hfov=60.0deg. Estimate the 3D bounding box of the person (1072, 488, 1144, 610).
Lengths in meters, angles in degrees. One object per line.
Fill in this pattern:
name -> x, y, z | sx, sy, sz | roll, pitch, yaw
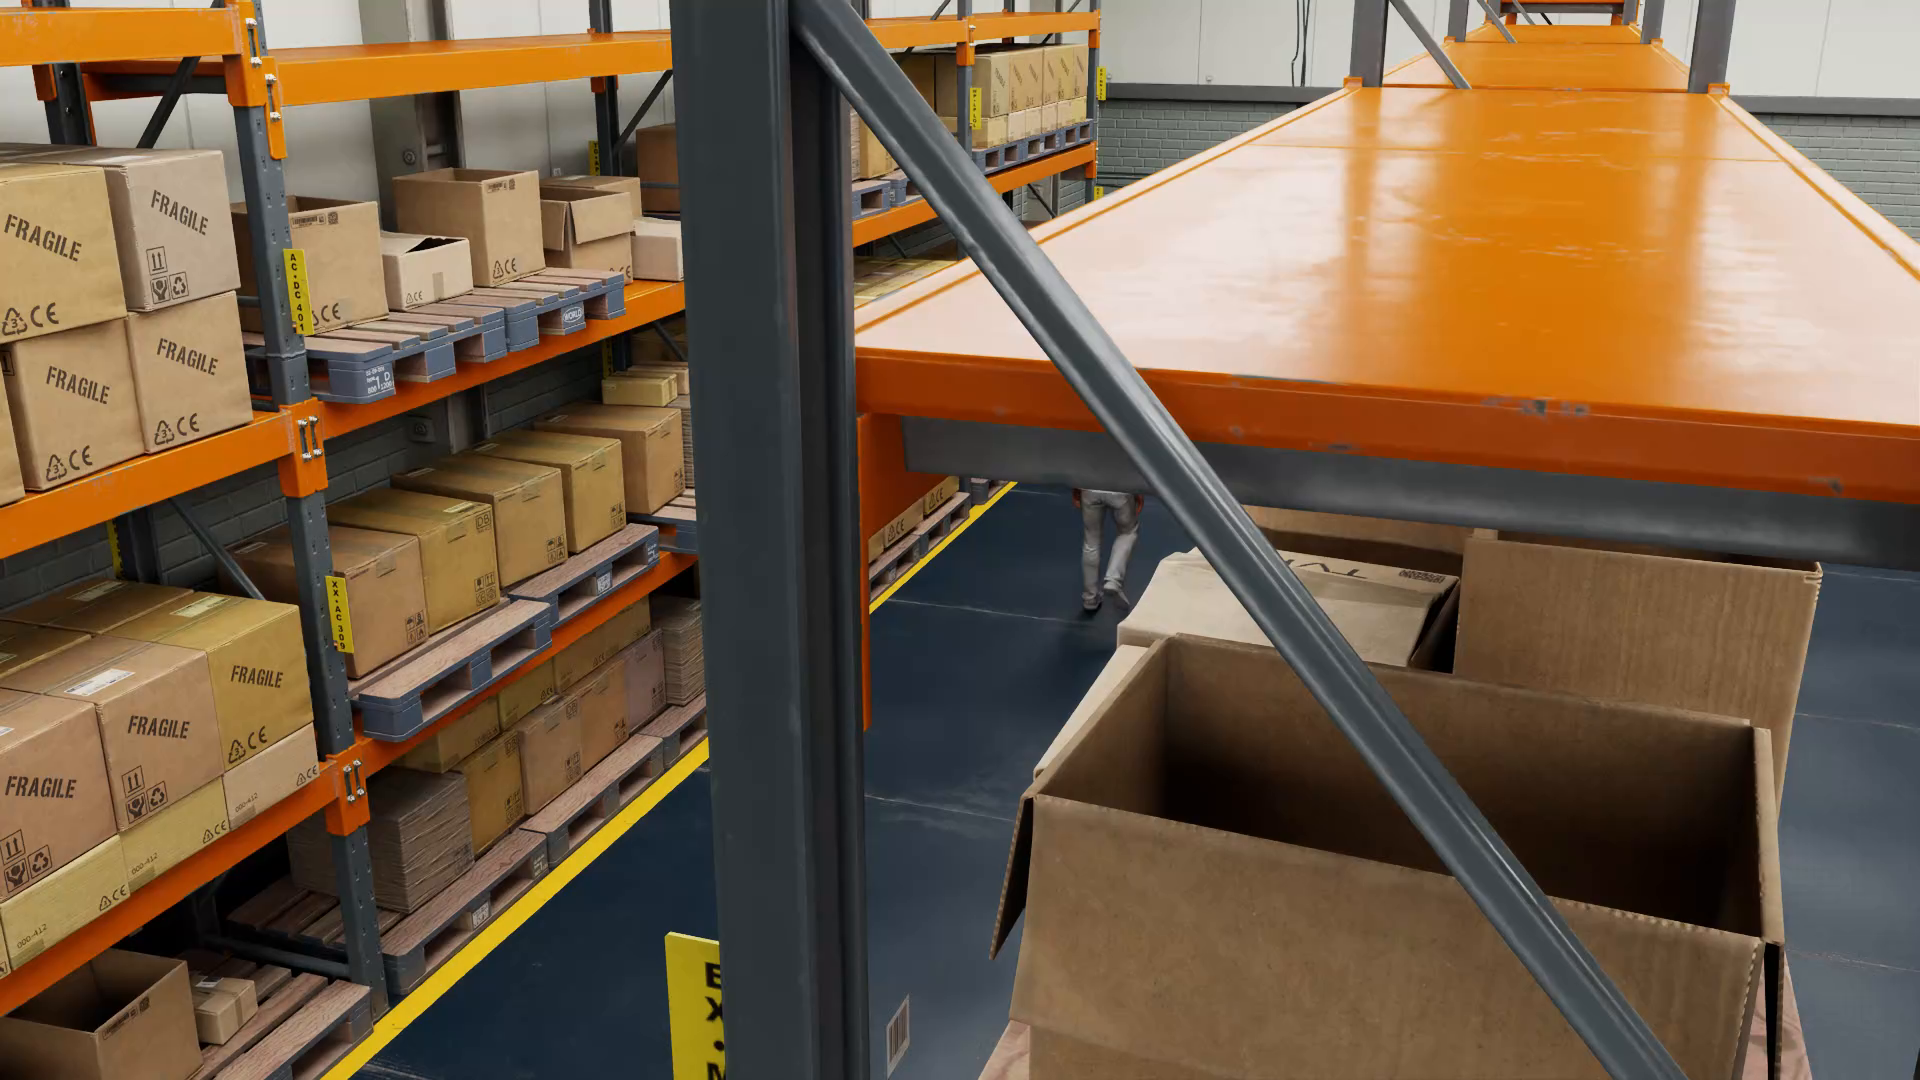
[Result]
person -> 1.050, -0.364, 12.007 | 0.594, 1.757, 0.535 | 6, 19, 17
